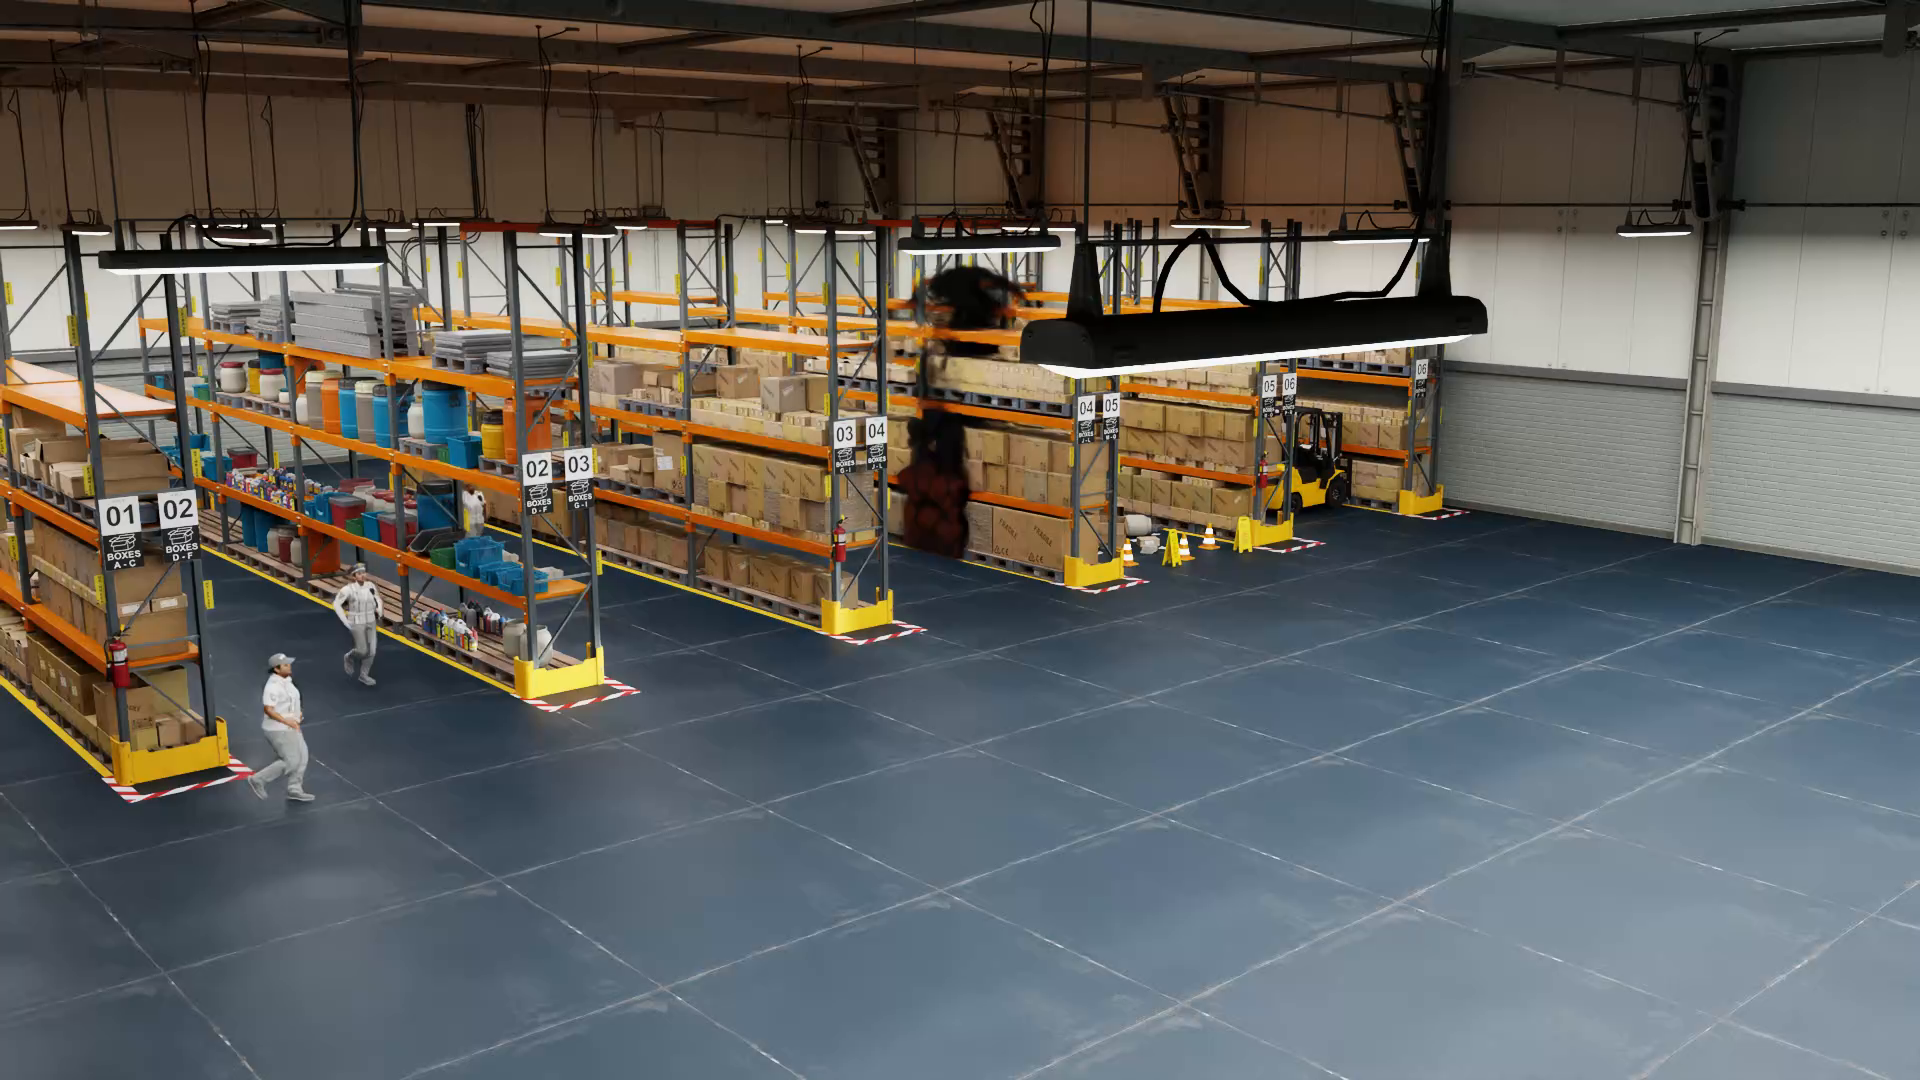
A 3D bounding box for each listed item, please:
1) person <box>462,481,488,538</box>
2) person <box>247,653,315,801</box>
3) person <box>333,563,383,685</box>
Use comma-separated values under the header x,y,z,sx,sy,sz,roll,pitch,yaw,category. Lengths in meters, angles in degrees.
x,y,z,sx,sy,sz,roll,pitch,yaw,category
-8.527,-0.274,29.026,0.596,1.736,0.747,-11,15,-42,person
-7.305,2.017,17.808,0.646,1.655,0.630,-2,12,-10,person
-7.985,1.114,22.187,0.558,1.667,0.622,10,15,42,person
